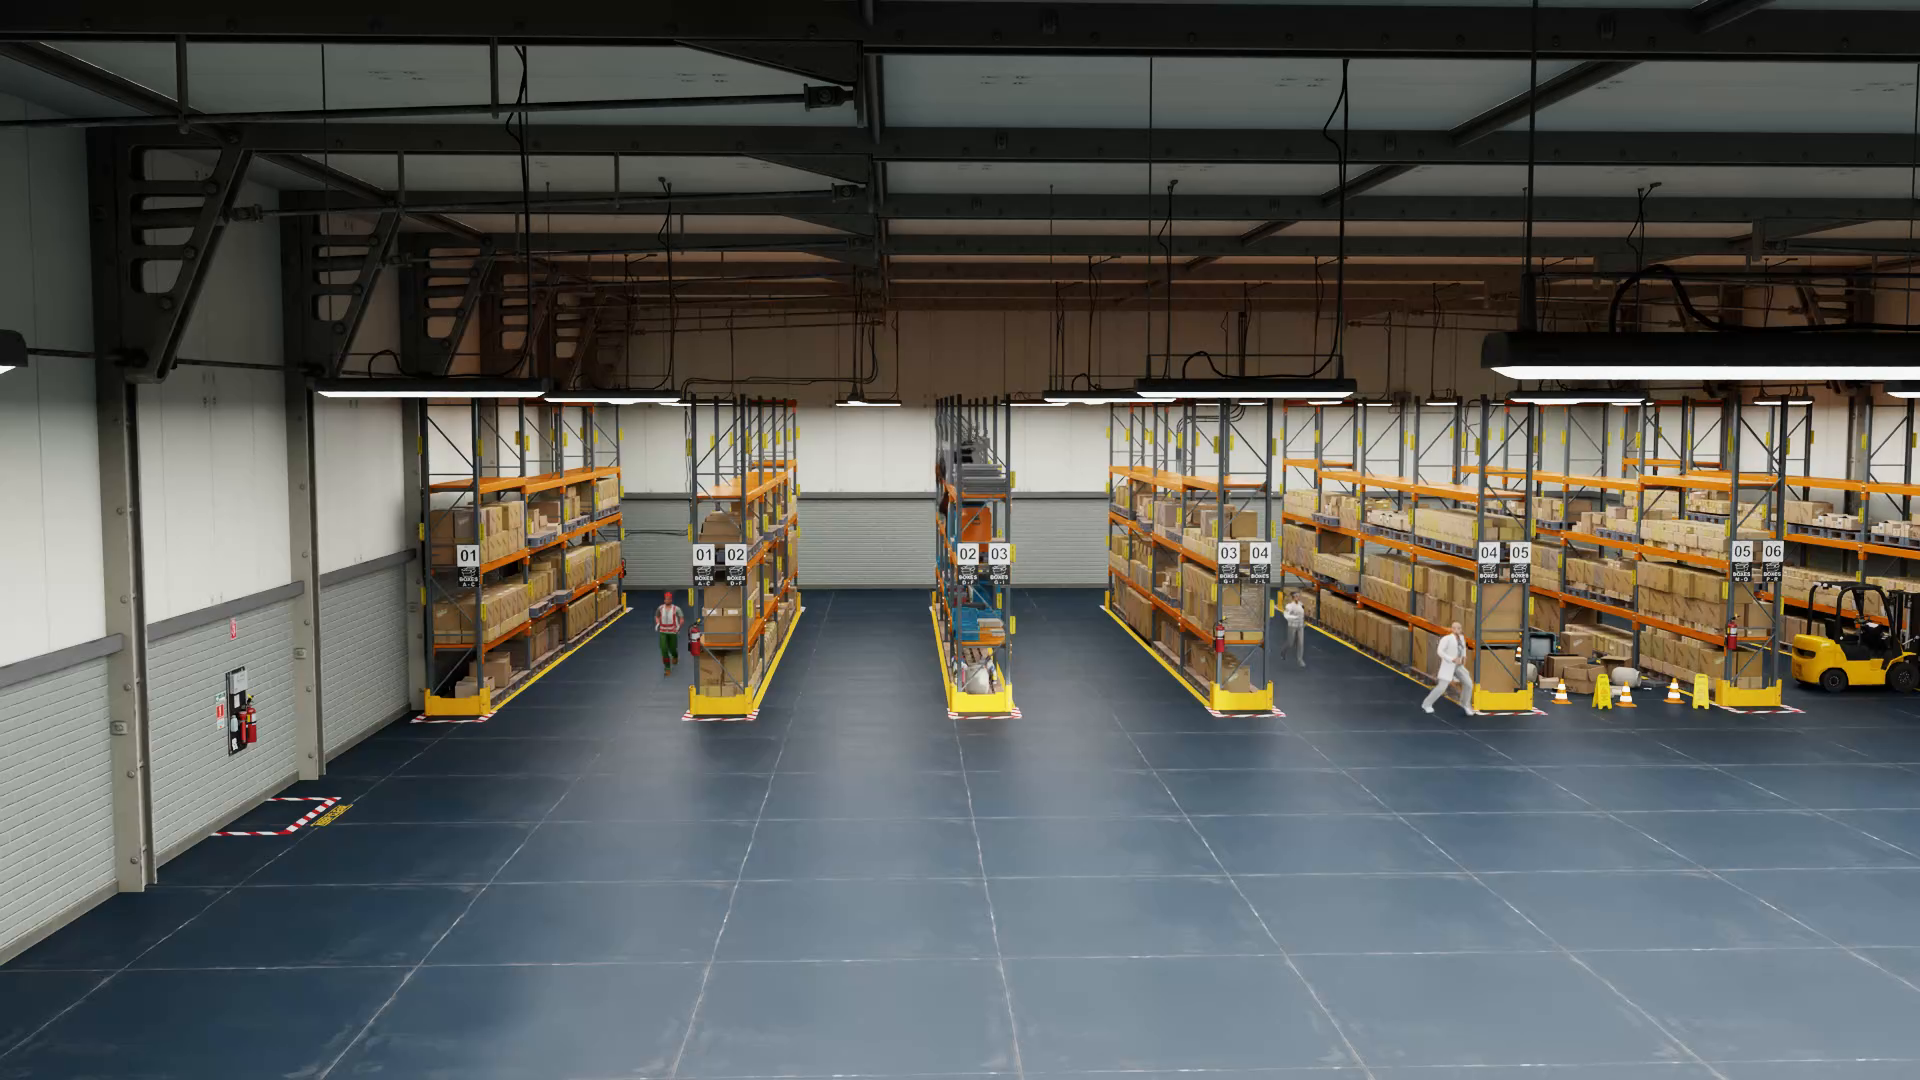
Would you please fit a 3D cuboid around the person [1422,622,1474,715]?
[{"bbox_3d":[9.211,2.462,31.236,0.901,1.670,0.763,-3,5,-33],"label":"person"}]

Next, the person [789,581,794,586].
[{"bbox_3d":[-5.049,1.090,48.269,0.710,1.757,0.652,1,5,13],"label":"person"}]

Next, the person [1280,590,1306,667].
[{"bbox_3d":[7.472,1.943,37.126,0.630,1.681,0.873,-2,5,-21],"label":"person"}]

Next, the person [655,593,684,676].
[{"bbox_3d":[-6.319,2.016,36.046,0.649,1.774,0.845,0,4,1],"label":"person"}]
